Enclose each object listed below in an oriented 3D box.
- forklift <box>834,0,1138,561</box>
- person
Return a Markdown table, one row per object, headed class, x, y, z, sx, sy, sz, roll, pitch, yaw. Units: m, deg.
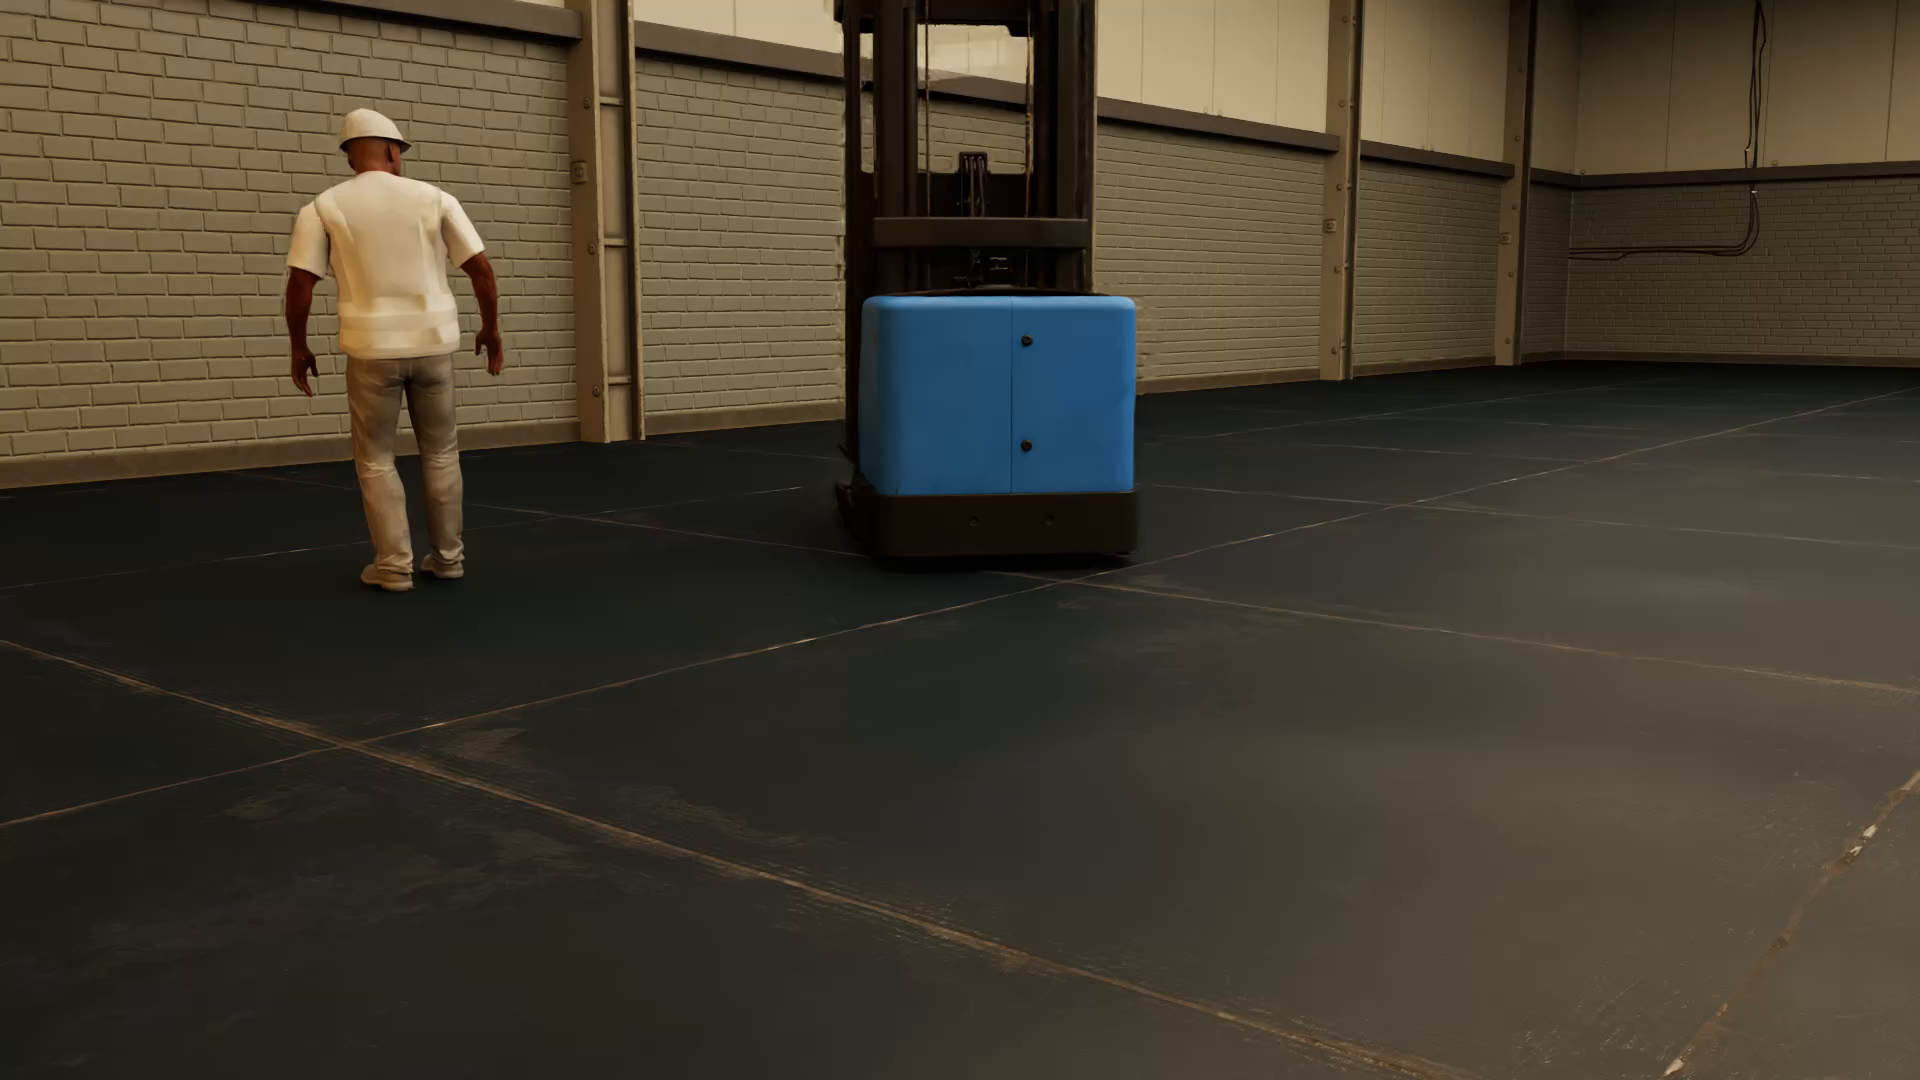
| class | x | y | z | sx | sy | sz | roll | pitch | yaw |
| --- | --- | --- | --- | --- | --- | --- | --- | --- | --- |
| forklift | -0.010 | -1.538 | 7.795 | 1.130 | 2.935 | 3.031 | -1 | 8 | -8 |
| person | -2.107 | -0.709 | 6.210 | 0.774 | 1.752 | 0.498 | -5 | 9 | -28 |
